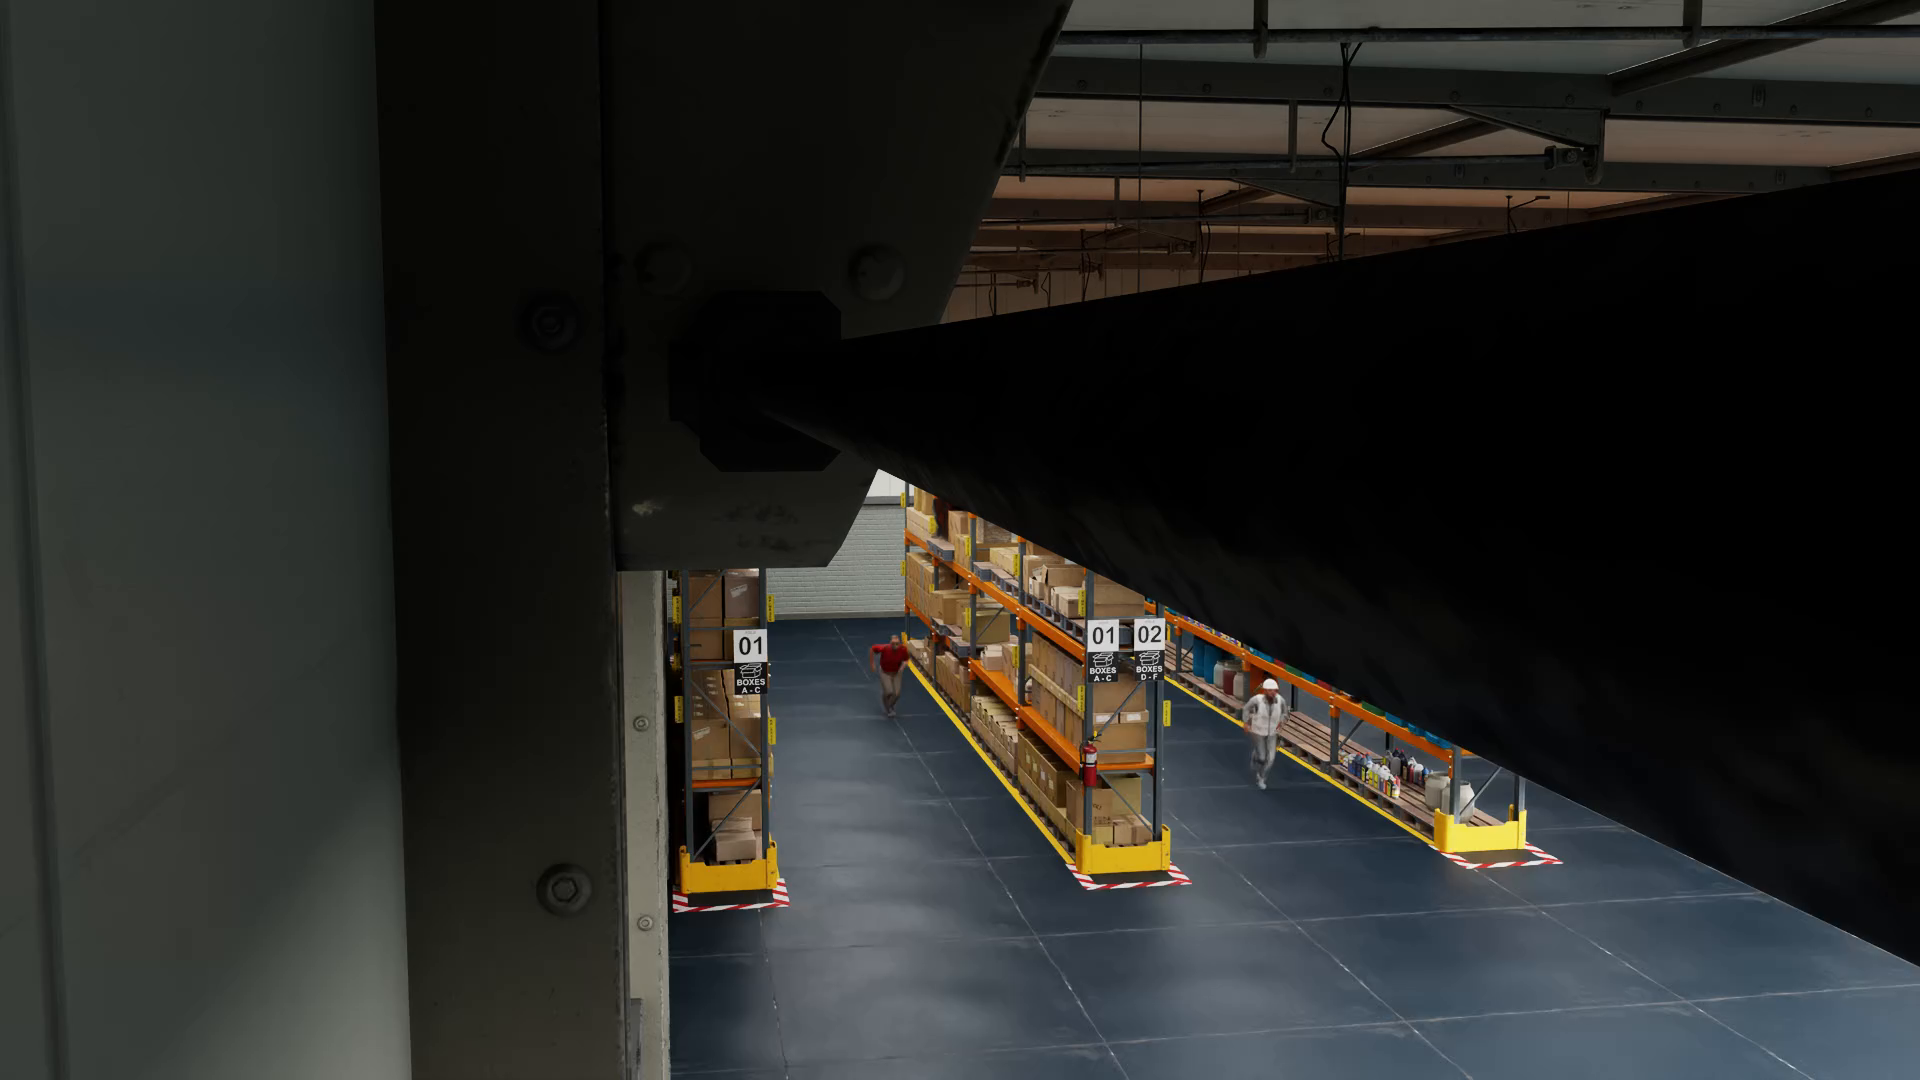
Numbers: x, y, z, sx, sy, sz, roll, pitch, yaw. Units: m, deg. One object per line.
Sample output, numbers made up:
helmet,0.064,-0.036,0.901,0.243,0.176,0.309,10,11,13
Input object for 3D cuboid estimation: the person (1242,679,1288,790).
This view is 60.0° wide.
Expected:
person,4.599,2.904,25.093,0.650,1.707,0.751,-1,6,-11

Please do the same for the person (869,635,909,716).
person,-1.276,2.455,29.986,0.695,1.552,0.886,-2,6,-17
